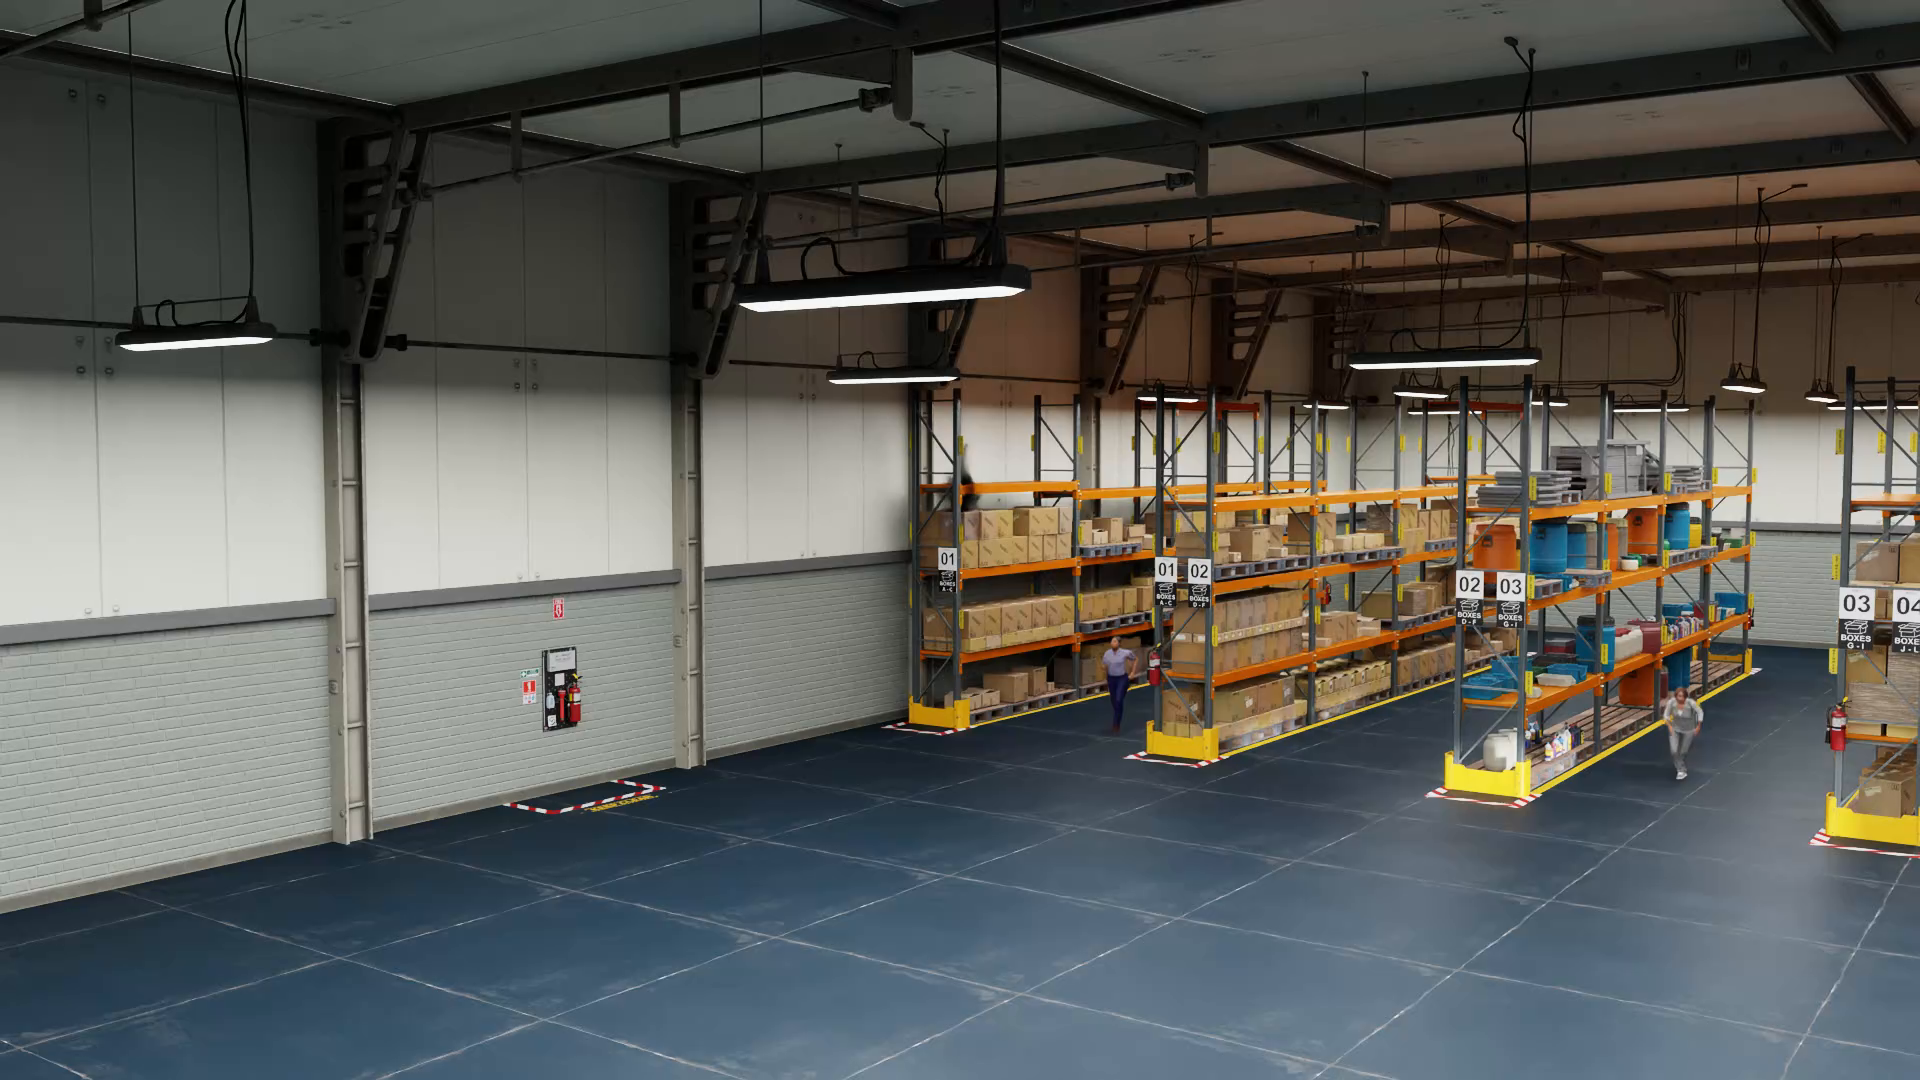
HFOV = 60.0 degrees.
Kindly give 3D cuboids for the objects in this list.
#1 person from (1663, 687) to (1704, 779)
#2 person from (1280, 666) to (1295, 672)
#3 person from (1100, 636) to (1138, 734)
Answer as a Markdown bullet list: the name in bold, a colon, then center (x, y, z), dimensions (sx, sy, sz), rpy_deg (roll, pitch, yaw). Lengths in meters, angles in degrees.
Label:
- **person**: center (10.845, 2.875, 24.928), dimensions (0.555, 1.426, 0.837), rpy_deg (2, 4, 26)
- **person**: center (6.844, 2.178, 34.847), dimensions (0.603, 1.679, 0.649), rpy_deg (2, 4, 36)
- **person**: center (2.801, 2.520, 29.257), dimensions (0.620, 1.688, 0.902), rpy_deg (2, 4, 28)
